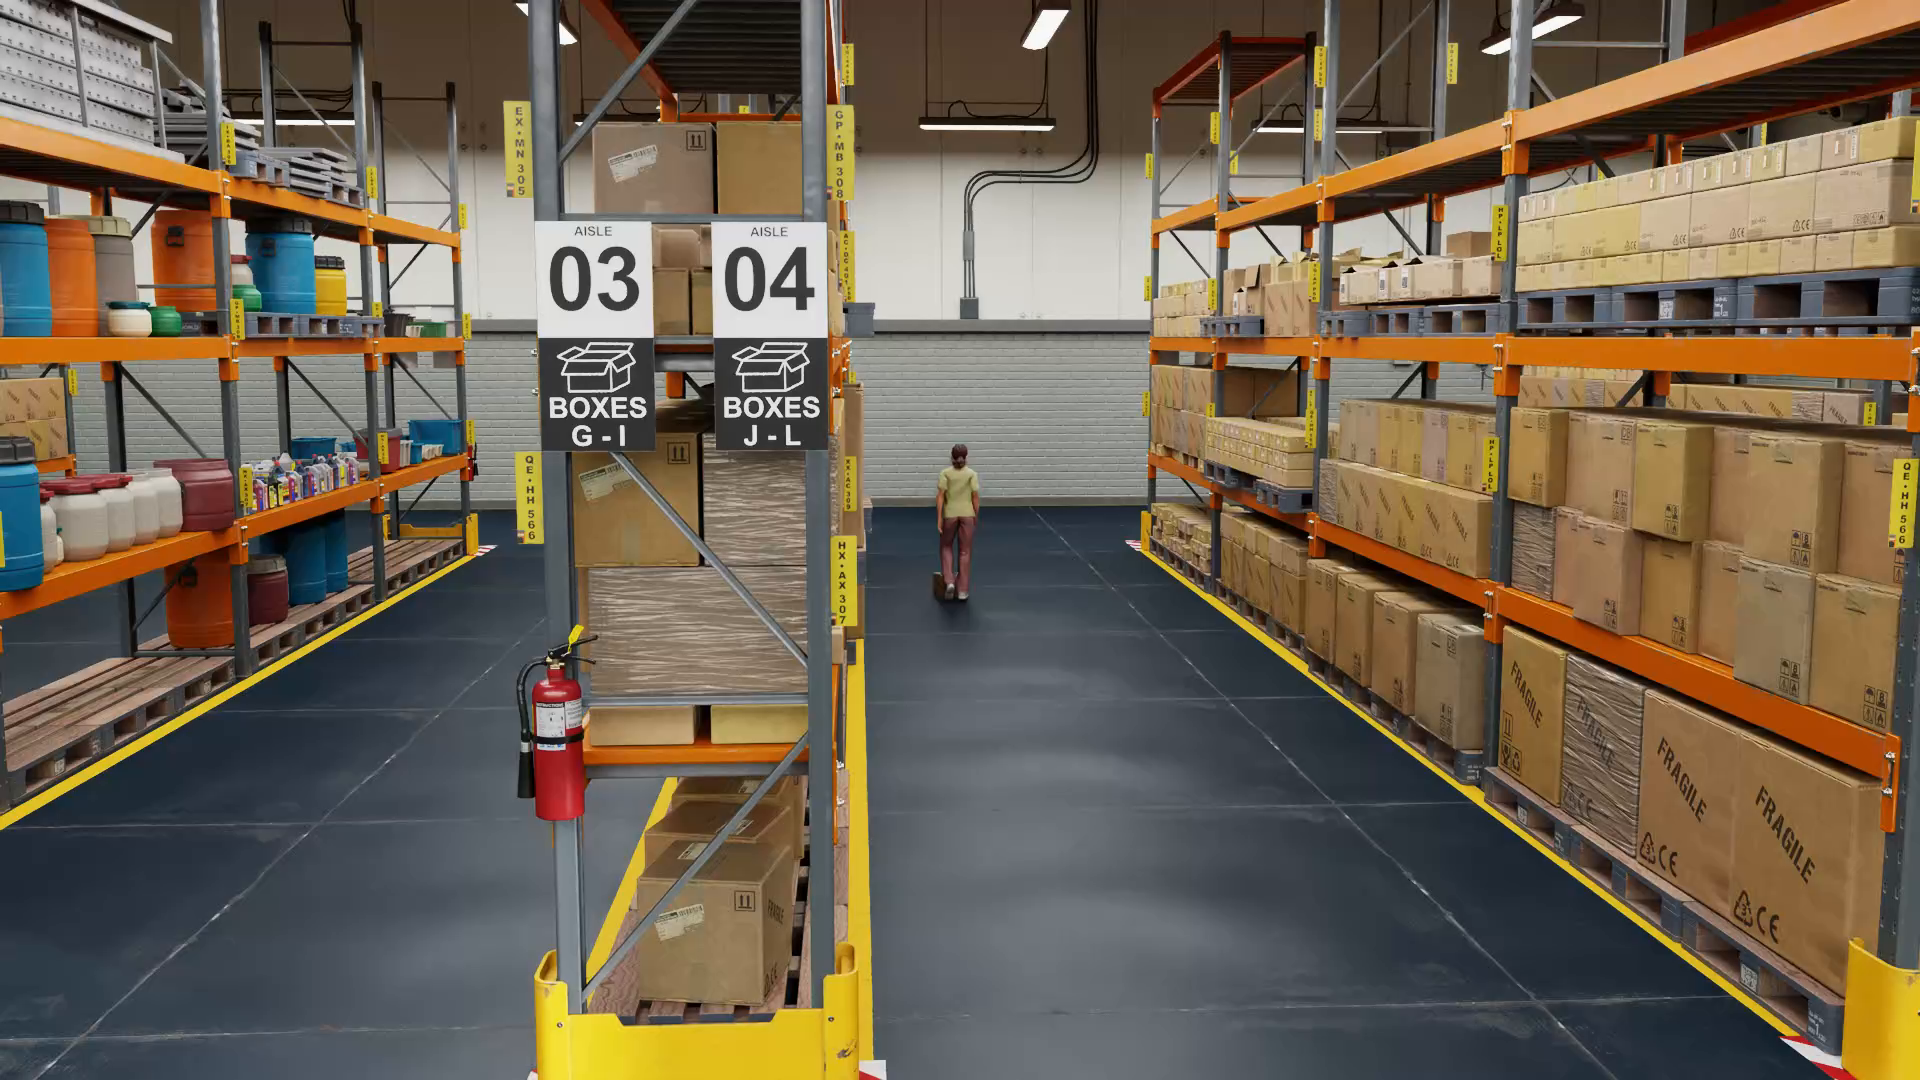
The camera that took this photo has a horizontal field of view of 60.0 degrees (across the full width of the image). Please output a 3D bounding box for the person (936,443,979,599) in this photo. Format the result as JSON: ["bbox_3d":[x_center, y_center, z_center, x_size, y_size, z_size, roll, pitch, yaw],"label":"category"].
[{"bbox_3d":[-0.022,-0.176,17.825,0.466,1.722,0.537,0,7,-1],"label":"person"}]
